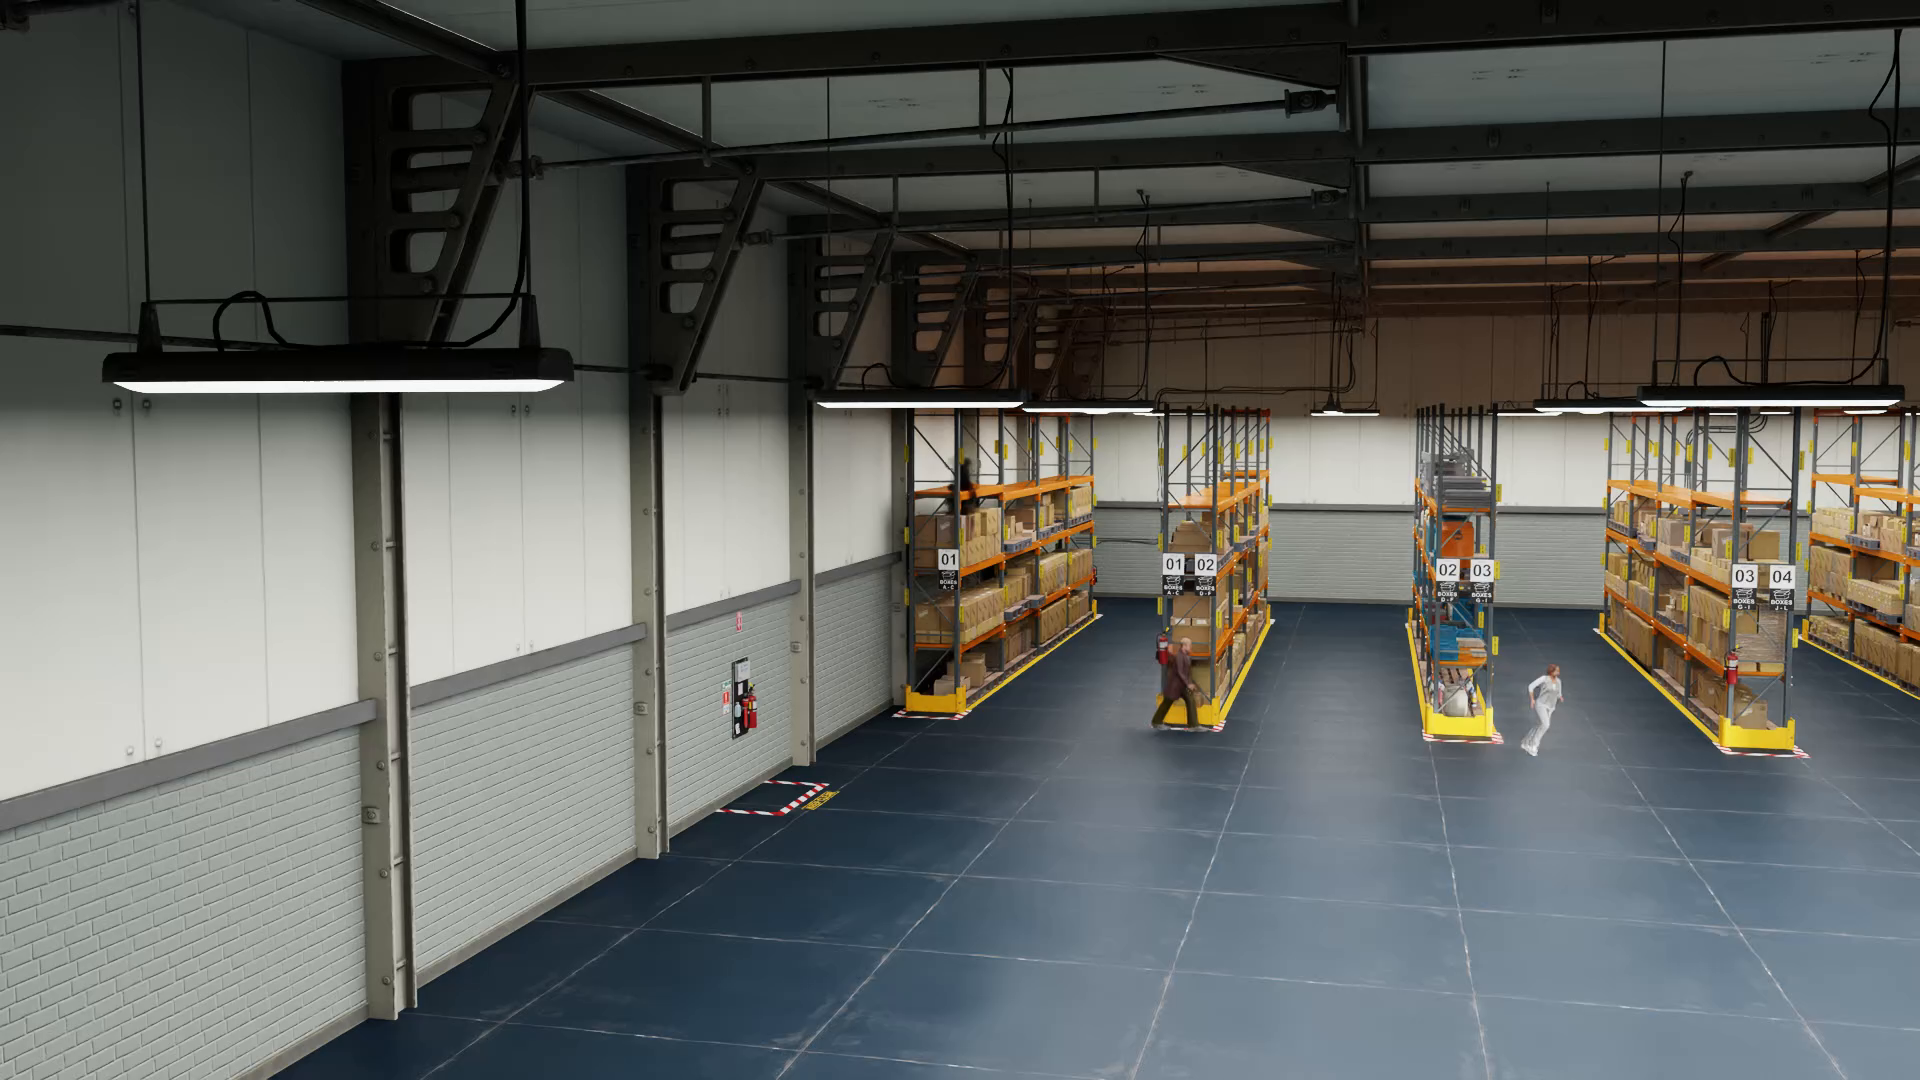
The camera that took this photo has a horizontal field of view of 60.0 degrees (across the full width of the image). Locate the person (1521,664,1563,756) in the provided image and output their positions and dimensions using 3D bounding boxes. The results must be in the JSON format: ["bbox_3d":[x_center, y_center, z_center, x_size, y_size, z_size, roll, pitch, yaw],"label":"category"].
[{"bbox_3d":[9.924,2.870,28.331,0.679,1.530,0.727,-2,5,-24],"label":"person"}]

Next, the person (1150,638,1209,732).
[{"bbox_3d":[3.971,2.618,30.072,1.046,1.724,0.582,3,5,34],"label":"person"}]
